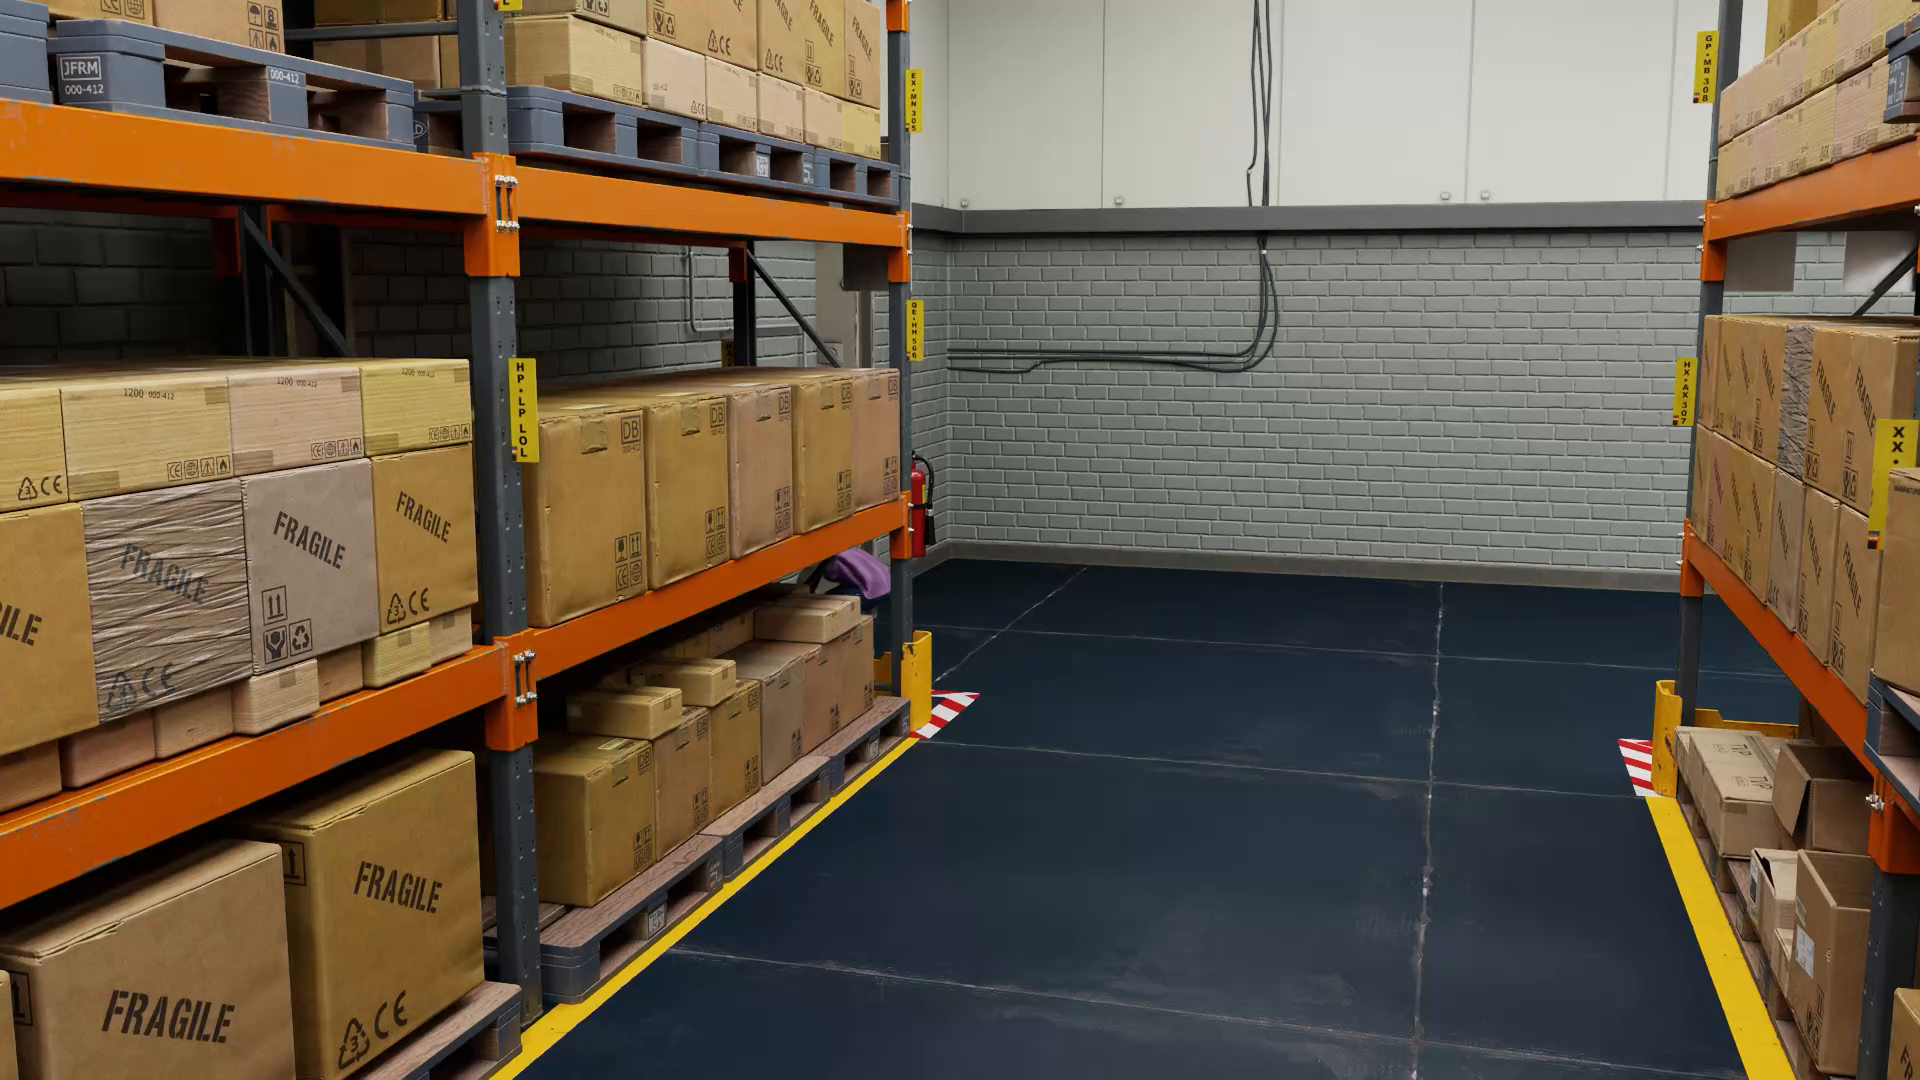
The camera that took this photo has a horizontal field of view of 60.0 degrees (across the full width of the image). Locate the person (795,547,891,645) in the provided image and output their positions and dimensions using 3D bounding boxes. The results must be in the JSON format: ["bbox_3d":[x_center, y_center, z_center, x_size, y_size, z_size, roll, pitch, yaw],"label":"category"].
[{"bbox_3d":[-0.827,0.343,10.946,0.838,0.906,0.416,2,9,15],"label":"person"}]
